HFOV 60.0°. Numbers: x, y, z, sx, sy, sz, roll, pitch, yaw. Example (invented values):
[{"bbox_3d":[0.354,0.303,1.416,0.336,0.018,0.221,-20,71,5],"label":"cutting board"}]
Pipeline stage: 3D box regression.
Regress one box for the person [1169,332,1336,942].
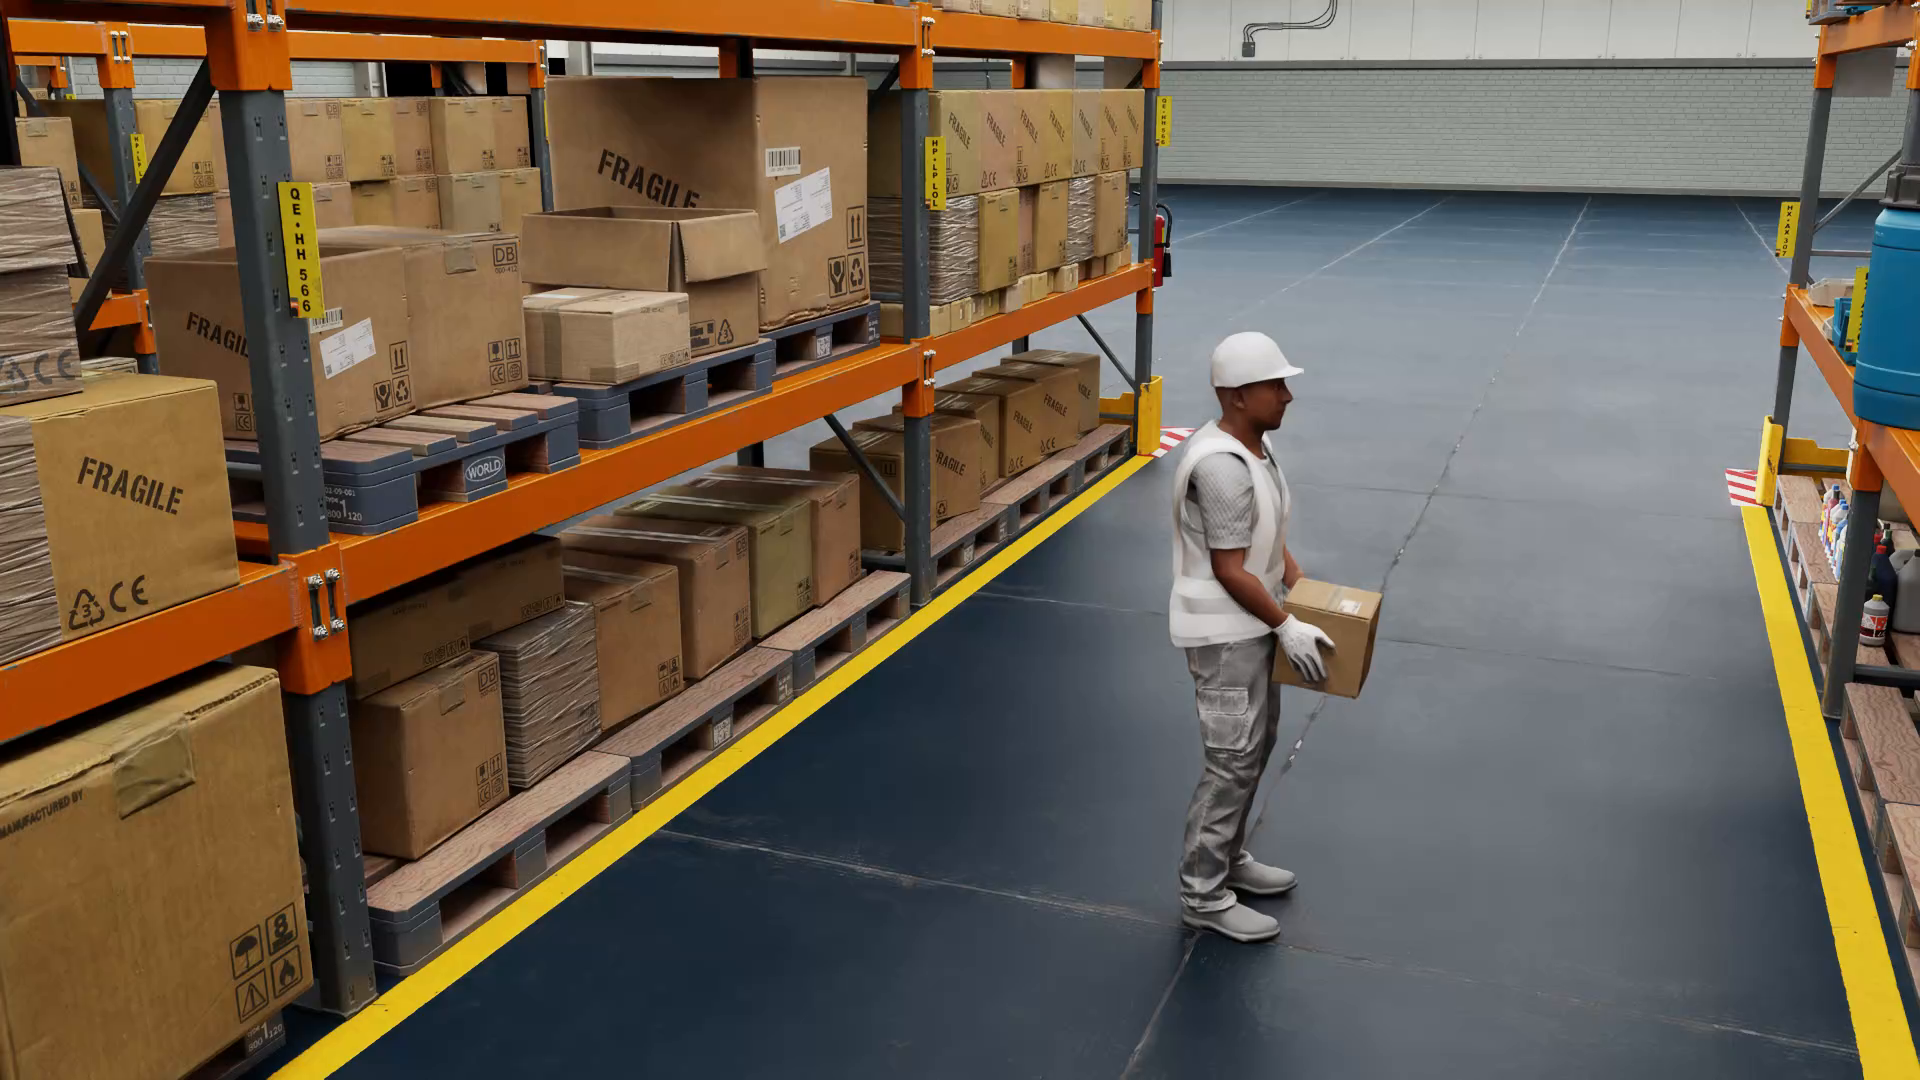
[{"bbox_3d":[0.884,0.277,4.959,0.509,1.788,0.546,6,16,20],"label":"person"}]
